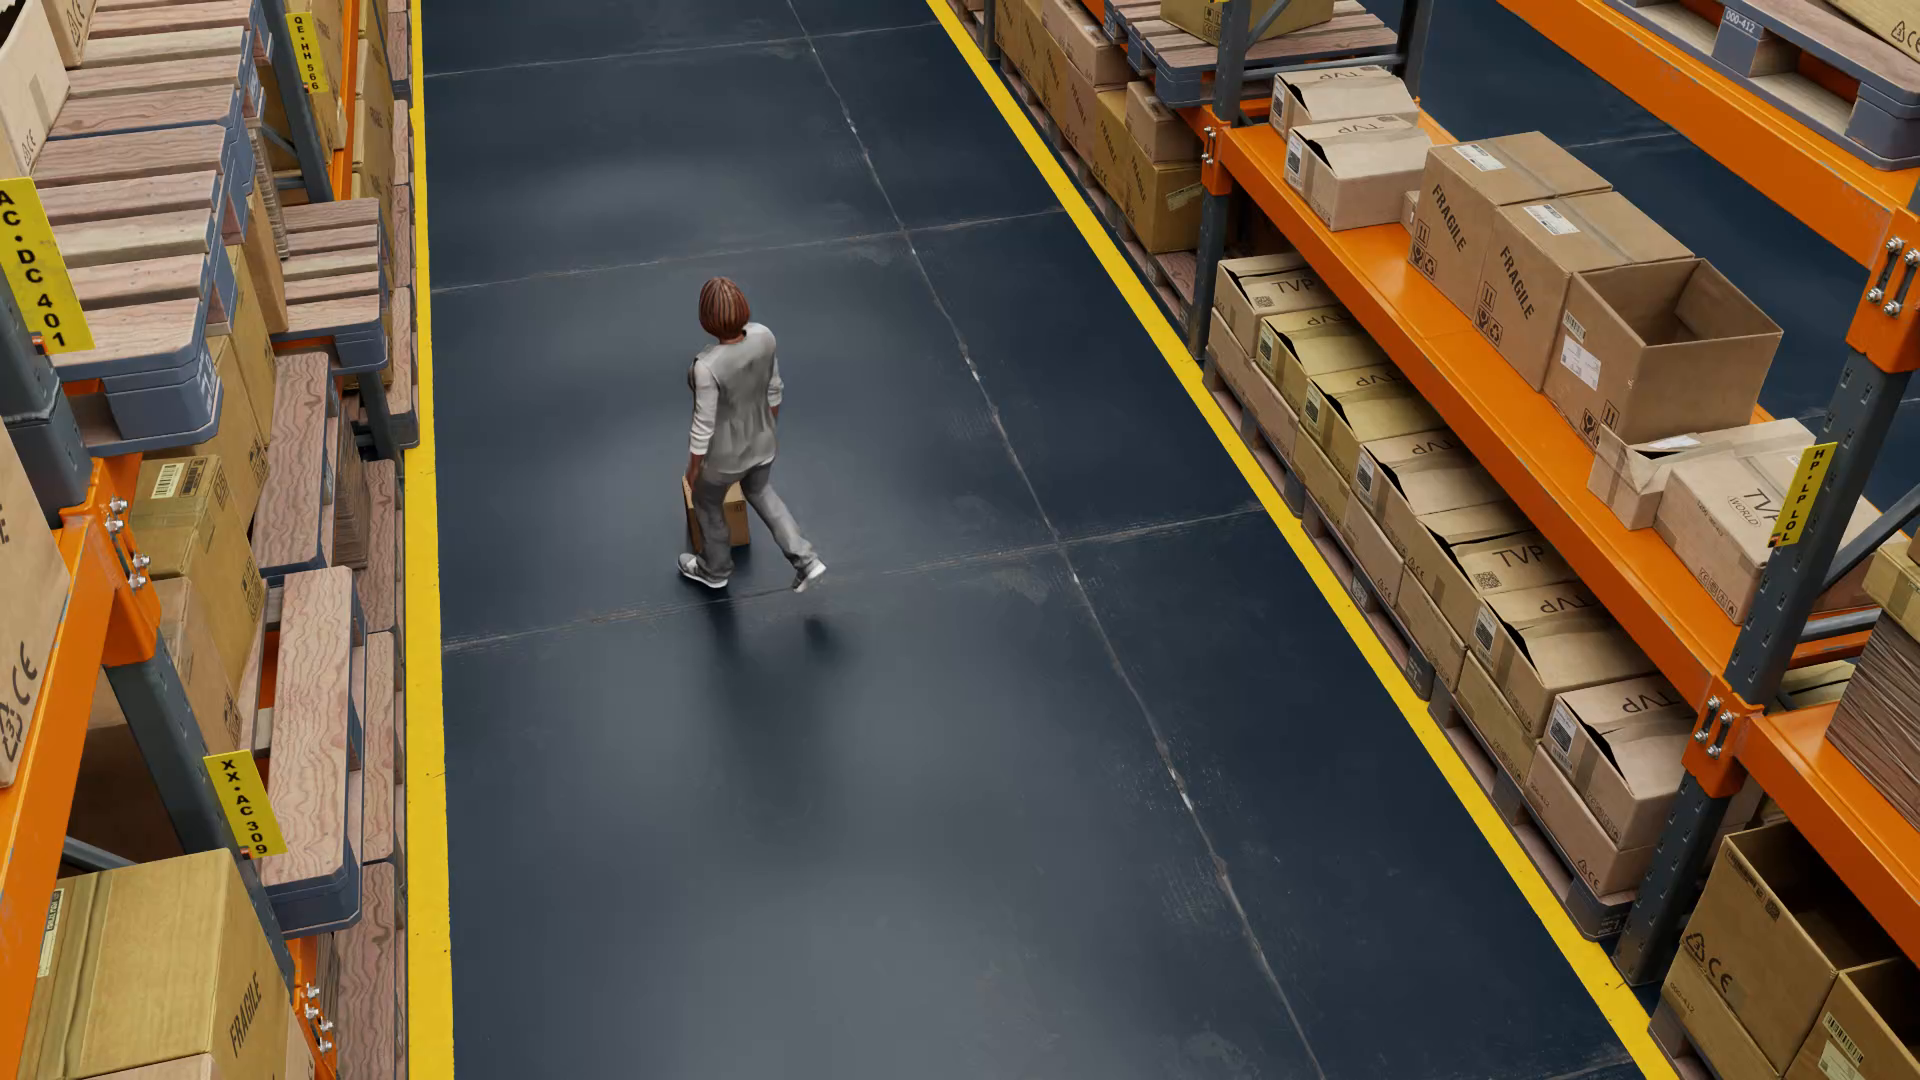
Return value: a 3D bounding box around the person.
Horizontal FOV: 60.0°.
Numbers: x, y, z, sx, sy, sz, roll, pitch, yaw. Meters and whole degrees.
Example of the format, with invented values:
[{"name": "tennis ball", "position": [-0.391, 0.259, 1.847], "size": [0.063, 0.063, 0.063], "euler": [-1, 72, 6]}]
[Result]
[{"name": "person", "position": [-0.911, -0.381, 6.641], "size": [0.736, 1.565, 0.440], "euler": [32, 48, 33]}]
